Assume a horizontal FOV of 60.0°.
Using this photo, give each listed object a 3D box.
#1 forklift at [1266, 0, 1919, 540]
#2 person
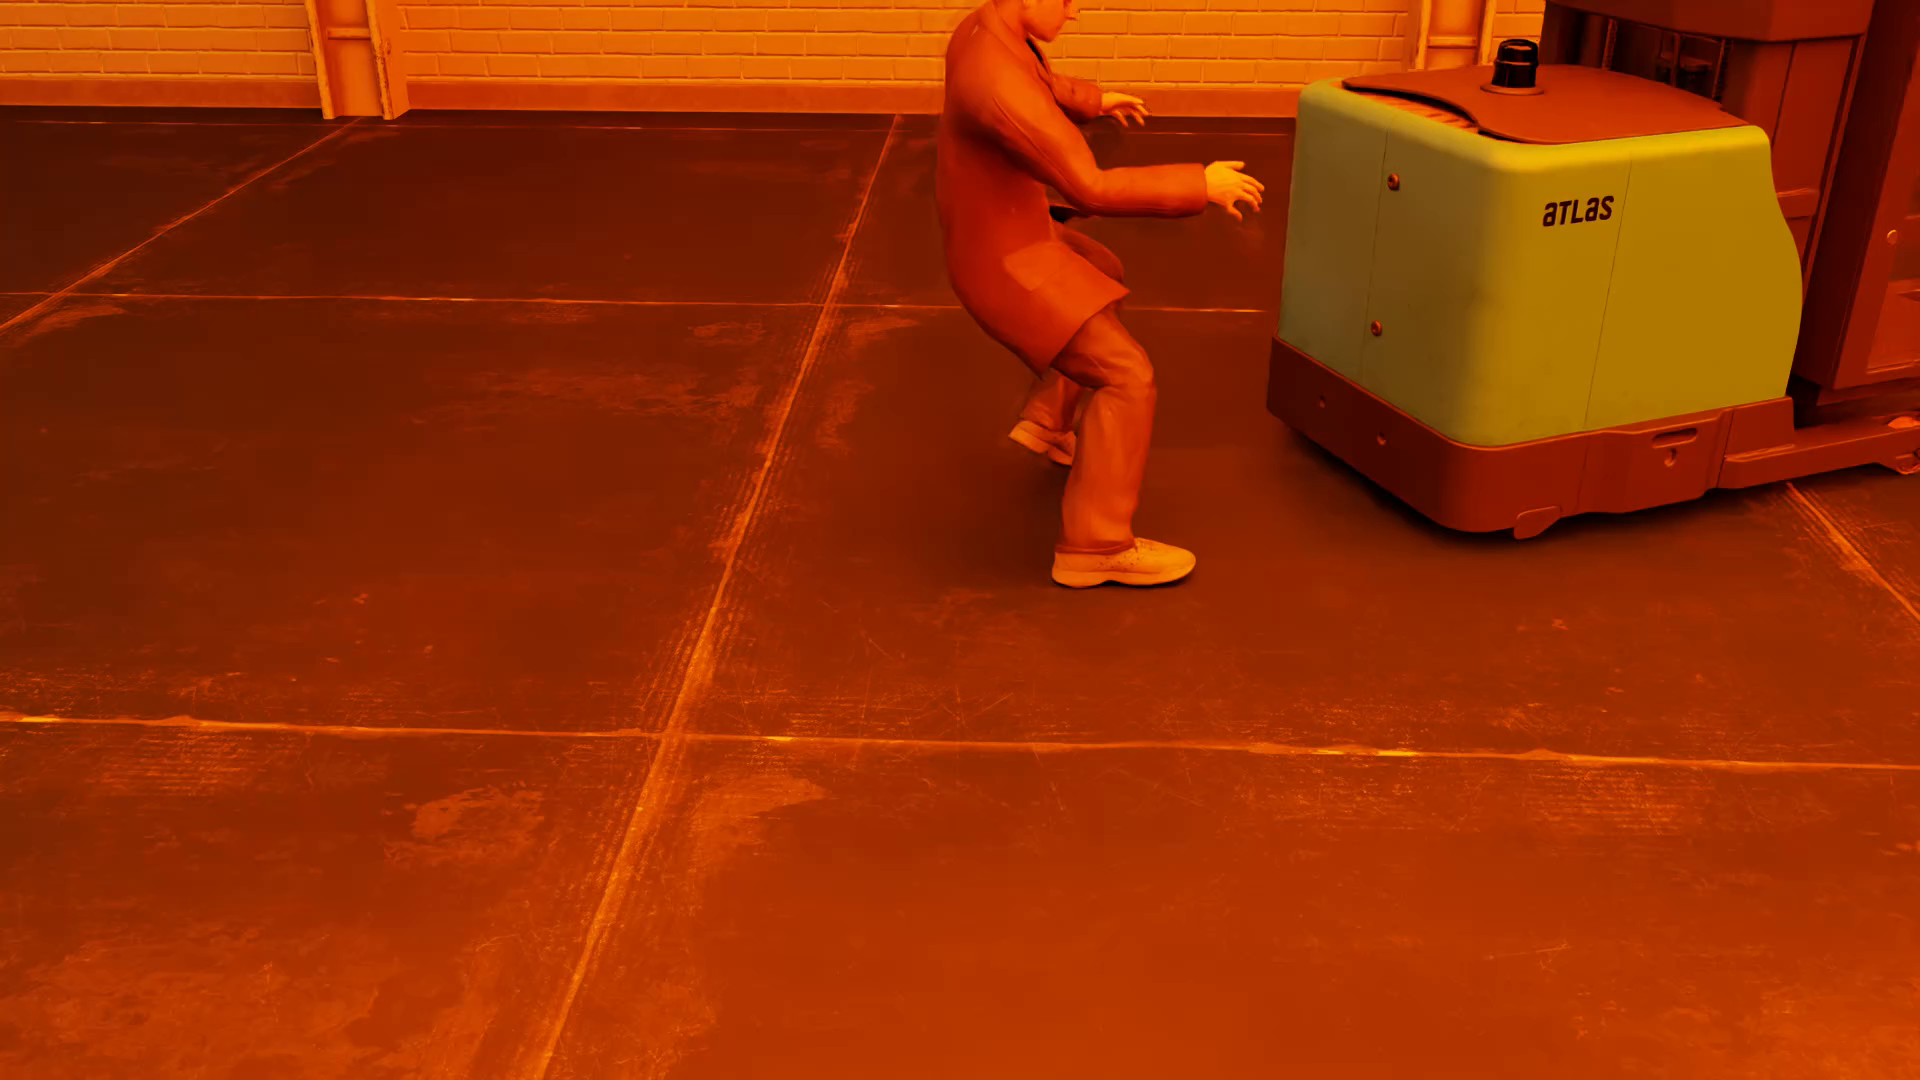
[{"bbox_3d":[2.527,-1.715,4.686,3.031,2.935,1.130,-10,28,-19],"label":"forklift"},{"bbox_3d":[0.332,-0.790,4.353,0.786,1.561,0.986,-2,26,-4],"label":"person"}]
